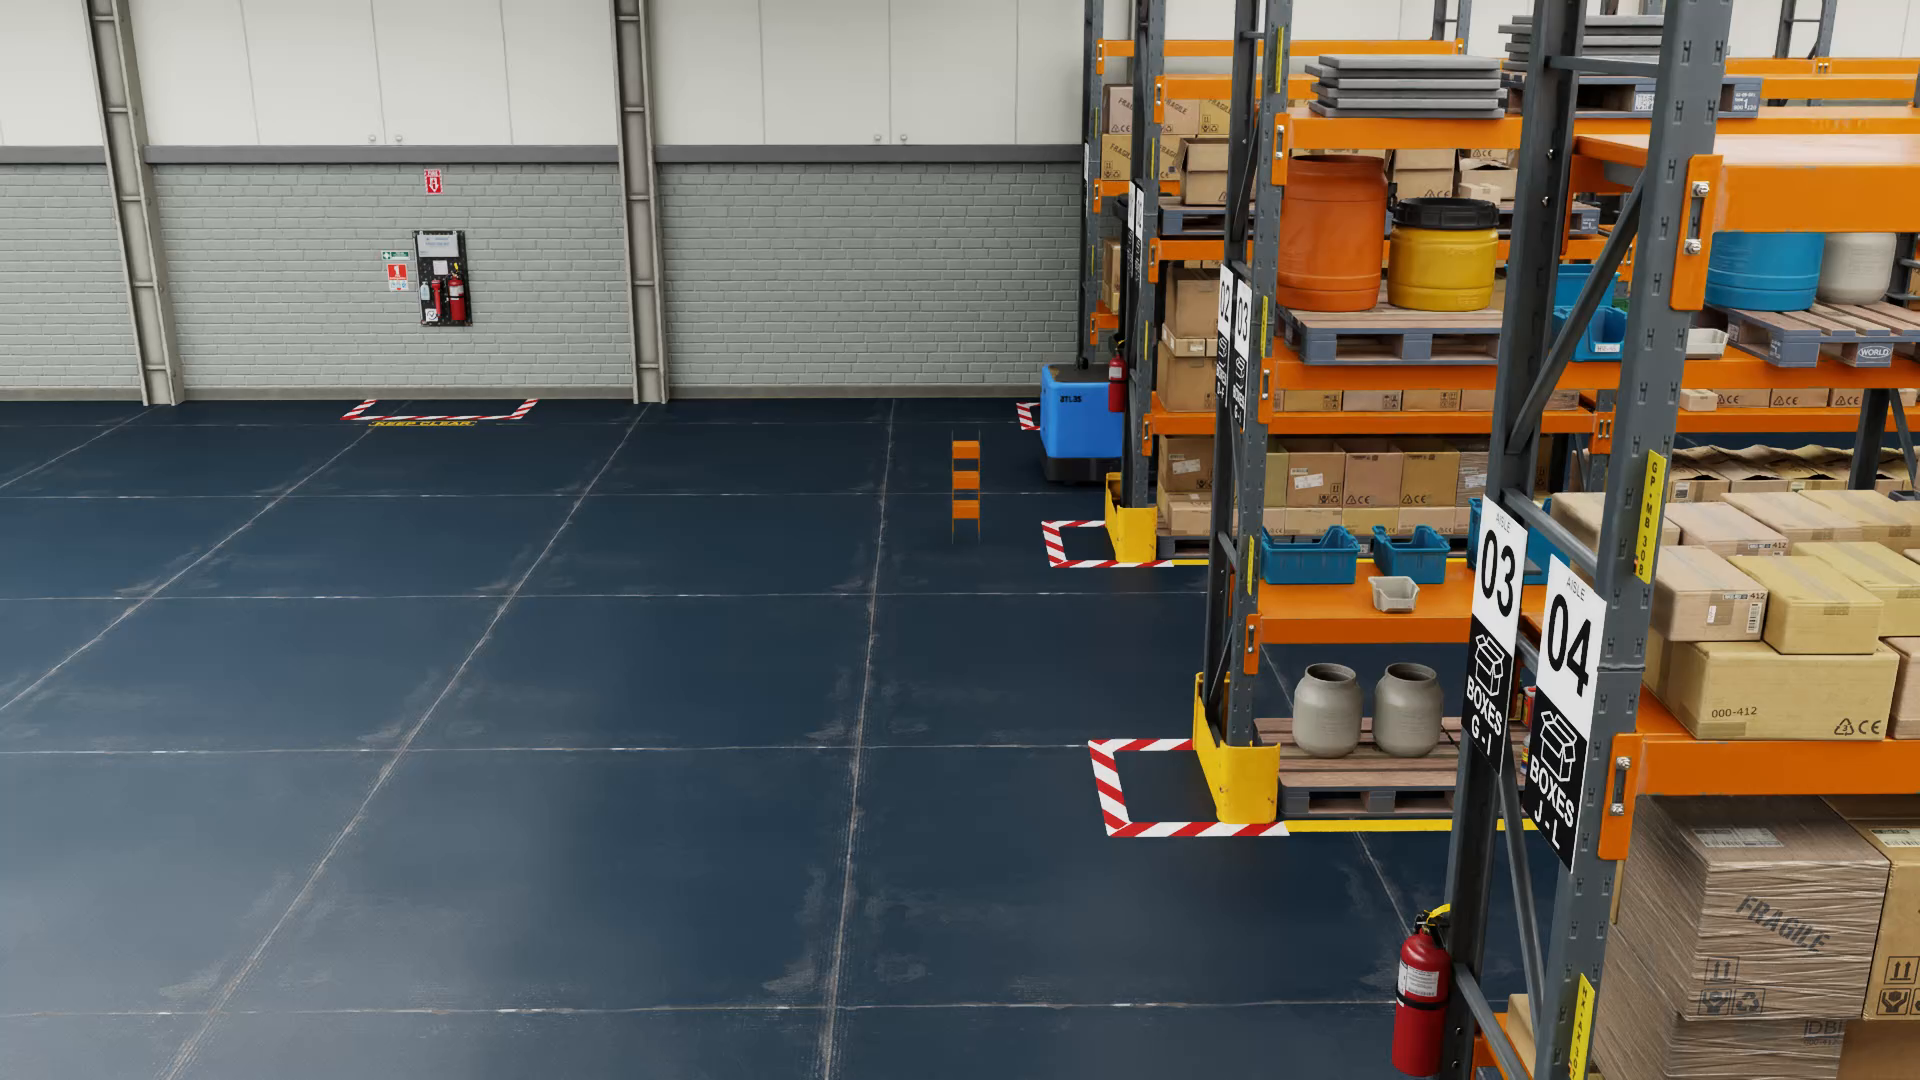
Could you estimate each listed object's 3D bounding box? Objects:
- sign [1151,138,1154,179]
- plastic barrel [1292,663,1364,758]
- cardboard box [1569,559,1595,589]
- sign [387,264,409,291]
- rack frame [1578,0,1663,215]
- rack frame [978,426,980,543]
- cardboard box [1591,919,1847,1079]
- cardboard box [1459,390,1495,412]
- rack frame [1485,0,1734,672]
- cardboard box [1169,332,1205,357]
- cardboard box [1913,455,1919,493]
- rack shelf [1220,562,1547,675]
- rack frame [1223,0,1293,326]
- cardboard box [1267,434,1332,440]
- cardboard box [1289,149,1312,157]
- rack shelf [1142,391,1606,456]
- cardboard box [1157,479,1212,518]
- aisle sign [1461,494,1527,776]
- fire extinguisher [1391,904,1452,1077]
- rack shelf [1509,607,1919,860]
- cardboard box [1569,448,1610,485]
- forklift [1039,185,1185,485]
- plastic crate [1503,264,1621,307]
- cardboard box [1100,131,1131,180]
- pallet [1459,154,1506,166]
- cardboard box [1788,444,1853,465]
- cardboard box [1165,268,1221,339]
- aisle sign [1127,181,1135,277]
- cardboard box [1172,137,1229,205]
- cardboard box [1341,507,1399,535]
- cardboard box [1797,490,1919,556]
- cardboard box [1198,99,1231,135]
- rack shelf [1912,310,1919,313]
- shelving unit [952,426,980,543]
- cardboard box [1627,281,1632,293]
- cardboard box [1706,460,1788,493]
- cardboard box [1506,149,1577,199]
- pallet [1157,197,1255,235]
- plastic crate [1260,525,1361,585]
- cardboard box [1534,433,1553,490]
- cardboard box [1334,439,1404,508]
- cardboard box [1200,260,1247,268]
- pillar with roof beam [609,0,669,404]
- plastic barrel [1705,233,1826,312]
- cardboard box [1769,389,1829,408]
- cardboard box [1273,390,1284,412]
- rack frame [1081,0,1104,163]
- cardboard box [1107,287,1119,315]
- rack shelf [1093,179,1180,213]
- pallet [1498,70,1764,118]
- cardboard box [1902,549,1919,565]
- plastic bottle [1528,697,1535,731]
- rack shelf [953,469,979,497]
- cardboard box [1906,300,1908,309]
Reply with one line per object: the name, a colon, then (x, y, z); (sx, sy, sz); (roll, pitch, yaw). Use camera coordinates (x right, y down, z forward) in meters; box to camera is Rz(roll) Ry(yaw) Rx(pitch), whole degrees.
sign: (1.573, -3.118, 13.587); (0.005, 0.325, 0.100); (0, 18, -1)
plastic barrel: (2.301, 1.066, 10.401); (0.421, 0.512, 0.421); (0, 18, 0)
cardboard box: (2.201, 0.184, 5.101); (0.500, 0.250, 0.500); (0, 18, 0)
sign: (-6.851, -3.202, 20.263); (0.234, 0.329, 0.001); (0, 18, -1)
rack frame: (5.569, -4.281, 13.863); (0.127, 3.000, 1.000); (0, 18, -1)
rack frame: (0.175, -0.501, 15.092); (0.008, 1.050, 0.200); (0, 18, -1)
cardboard box: (2.273, 1.437, 5.209); (0.500, 0.500, 0.875); (0, 18, -1)
cardboard box: (4.599, -1.463, 14.737); (0.500, 0.500, 0.700); (0, 18, -1)
rack frame: (1.723, -1.236, 4.371); (0.127, 3.000, 1.000); (0, 18, -1)
cardboard box: (1.966, -1.698, 14.405); (0.250, 0.149, 0.380); (0, 18, -1)
cardboard box: (3.268, -0.320, 4.956); (0.500, 0.500, 0.500); (0, 18, -1)
rack shelf: (3.644, 0.441, 10.143); (4.000, 0.370, 1.077); (0, 18, -1)
rack frame: (1.644, -2.749, 9.087); (0.127, 3.000, 1.000); (0, 18, -1)
cardboard box: (3.101, -0.755, 15.281); (0.500, 0.500, 0.500); (0, 18, -1)
cardboard box: (3.927, -4.332, 18.736); (0.500, 0.500, 0.500); (-1, 18, -3)
rack shelf: (3.570, -1.072, 14.859); (4.000, 0.370, 1.077); (0, 18, -1)
cardboard box: (2.101, -0.388, 15.364); (0.500, 0.250, 0.500); (0, 18, -1)
aisle sign: (1.656, 0.291, 5.175); (0.004, 0.787, 0.394); (0, 18, -1)
fire extinguisher: (1.601, 1.517, 5.736); (0.183, 0.674, 0.296); (0, 18, -1)
rack shelf: (3.722, 0.525, 4.969); (4.000, 0.370, 1.077); (0, 18, -1)
cardboard box: (5.970, -0.671, 15.328); (0.500, 0.311, 0.500); (0, 18, -1)
forklift: (2.375, -2.102, 17.005); (3.031, 2.935, 1.130); (-1, 18, -2)
plastic crate: (3.546, -1.414, 9.862); (0.575, 0.384, 0.392); (0, 18, -1)
cardboard box: (1.826, -4.329, 18.726); (0.500, 0.500, 0.500); (0, 18, 1)
pallet: (6.106, -4.246, 18.974); (1.003, 0.211, 1.213); (0, 18, -1)
cardboard box: (8.006, -0.682, 15.360); (0.500, 0.311, 0.500); (-1, 18, -2)
cardboard box: (2.090, -2.069, 14.501); (0.500, 0.500, 0.700); (0, 18, -1)
aisle sign: (1.500, -2.732, 14.600); (0.004, 0.787, 0.394); (0, 18, -1)
cardboard box: (2.145, -3.151, 14.164); (0.637, 0.503, 0.797); (1, 18, 3)
cardboard box: (3.610, -0.237, 14.892); (0.500, 0.250, 0.500); (0, 18, -1)
cardboard box: (2.780, -0.031, 5.119); (0.250, 0.149, 0.380); (0, 18, -1)
cardboard box: (2.892, -4.800, 18.558); (0.500, 0.500, 0.500); (0, 18, 1)
rack shelf: (11.487, -2.624, 19.695); (4.000, 0.370, 1.077); (0, 18, -1)
shelving unit: (0.053, -0.500, 15.090); (0.252, 1.050, 0.215); (0, 18, -1)
cardboard box: (7.772, -3.195, 19.417); (0.500, 0.500, 0.700); (0, 18, -1)
cardboard box: (7.005, -0.512, 14.830); (0.500, 0.311, 0.500); (-1, 18, -3)
cardboard box: (5.062, -3.245, 14.464); (0.500, 0.500, 0.500); (1, 18, 4)
pallet: (2.277, -2.787, 14.260); (1.213, 0.211, 1.003); (0, 18, -1)
plastic crate: (2.140, 0.085, 10.318); (0.616, 0.251, 0.499); (0, 18, -1)
cardboard box: (5.101, -0.765, 15.312); (0.500, 0.500, 0.500); (0, 18, -1)
cardboard box: (3.610, -0.594, 14.777); (0.500, 0.500, 0.500); (0, 18, -1)
cardboard box: (2.981, -3.123, 19.061); (0.500, 0.500, 0.500); (-1, 18, -3)
pillar with roof beam: (-3.757, -4.698, 15.164); (0.400, 9.000, 9.100); (0, 18, -1)
plastic barrel: (4.647, -1.806, 9.551); (0.708, 0.901, 0.600); (0, 18, -1)
cardboard box: (7.365, -1.476, 14.775); (0.500, 0.500, 0.500); (0, 18, -1)
cardboard box: (2.562, -1.455, 14.711); (0.500, 0.500, 0.700); (0, 18, 1)
rack frame: (1.488, -5.774, 18.519); (0.127, 3.000, 1.000); (0, 18, -1)
cardboard box: (1.981, -2.761, 19.160); (0.500, 0.250, 0.500); (-1, 18, -2)
rack shelf: (3.488, -4.013, 19.117); (4.000, 0.370, 1.077); (0, 18, -1)
pallet: (3.597, -2.468, 9.177); (1.213, 0.211, 1.003); (0, 18, -1)
cardboard box: (2.786, 0.153, 4.544); (0.250, 0.149, 0.380); (0, 18, 1)
plastic bottle: (3.729, 1.089, 10.672); (0.133, 0.283, 0.061); (0, 18, -1)
rack shelf: (0.053, -0.490, 15.094); (0.240, 0.259, 0.215); (0, 18, -1)
cardboard box: (10.848, -2.794, 19.427); (0.250, 0.149, 0.380); (0, 18, 0)
